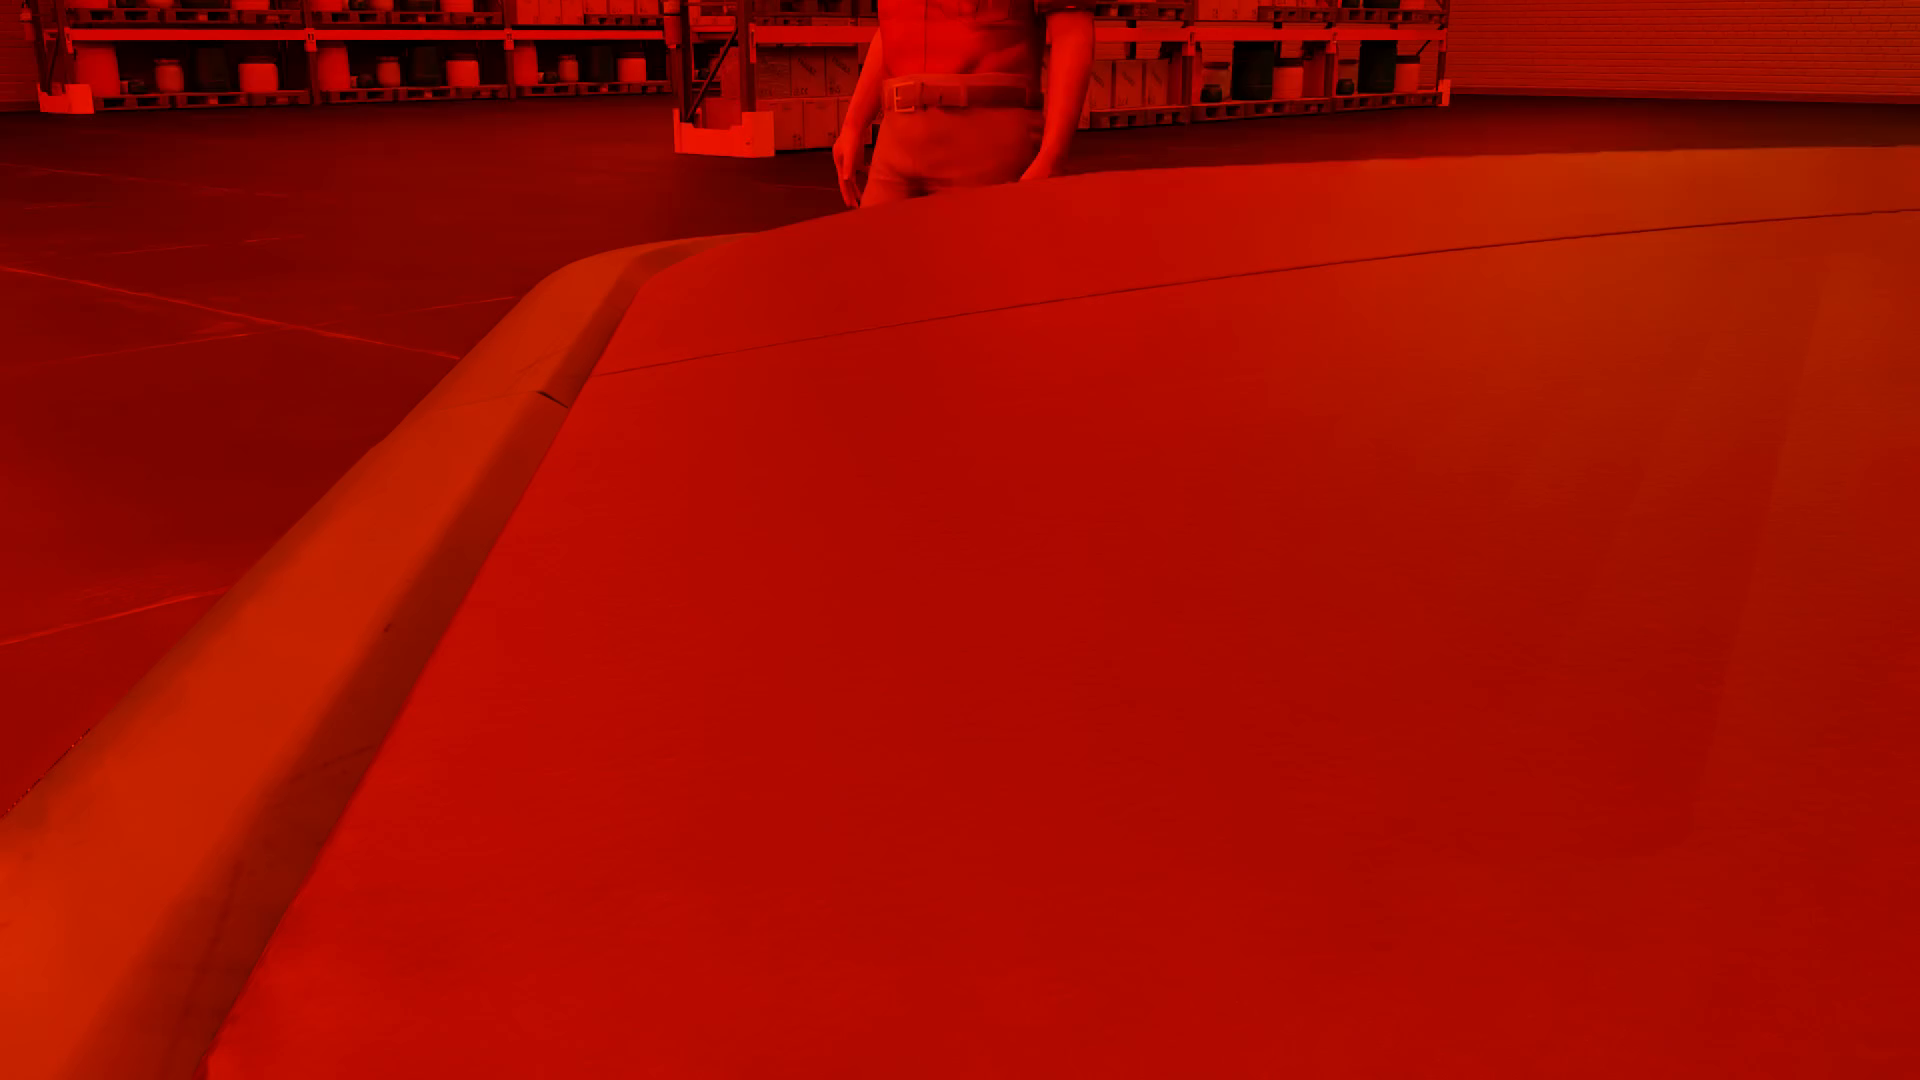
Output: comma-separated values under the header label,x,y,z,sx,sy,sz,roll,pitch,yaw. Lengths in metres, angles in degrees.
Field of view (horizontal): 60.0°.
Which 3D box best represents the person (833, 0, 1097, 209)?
label,x,y,z,sx,sy,sz,roll,pitch,yaw
person,-0.066,-0.817,3.629,0.641,1.728,0.550,13,21,37
